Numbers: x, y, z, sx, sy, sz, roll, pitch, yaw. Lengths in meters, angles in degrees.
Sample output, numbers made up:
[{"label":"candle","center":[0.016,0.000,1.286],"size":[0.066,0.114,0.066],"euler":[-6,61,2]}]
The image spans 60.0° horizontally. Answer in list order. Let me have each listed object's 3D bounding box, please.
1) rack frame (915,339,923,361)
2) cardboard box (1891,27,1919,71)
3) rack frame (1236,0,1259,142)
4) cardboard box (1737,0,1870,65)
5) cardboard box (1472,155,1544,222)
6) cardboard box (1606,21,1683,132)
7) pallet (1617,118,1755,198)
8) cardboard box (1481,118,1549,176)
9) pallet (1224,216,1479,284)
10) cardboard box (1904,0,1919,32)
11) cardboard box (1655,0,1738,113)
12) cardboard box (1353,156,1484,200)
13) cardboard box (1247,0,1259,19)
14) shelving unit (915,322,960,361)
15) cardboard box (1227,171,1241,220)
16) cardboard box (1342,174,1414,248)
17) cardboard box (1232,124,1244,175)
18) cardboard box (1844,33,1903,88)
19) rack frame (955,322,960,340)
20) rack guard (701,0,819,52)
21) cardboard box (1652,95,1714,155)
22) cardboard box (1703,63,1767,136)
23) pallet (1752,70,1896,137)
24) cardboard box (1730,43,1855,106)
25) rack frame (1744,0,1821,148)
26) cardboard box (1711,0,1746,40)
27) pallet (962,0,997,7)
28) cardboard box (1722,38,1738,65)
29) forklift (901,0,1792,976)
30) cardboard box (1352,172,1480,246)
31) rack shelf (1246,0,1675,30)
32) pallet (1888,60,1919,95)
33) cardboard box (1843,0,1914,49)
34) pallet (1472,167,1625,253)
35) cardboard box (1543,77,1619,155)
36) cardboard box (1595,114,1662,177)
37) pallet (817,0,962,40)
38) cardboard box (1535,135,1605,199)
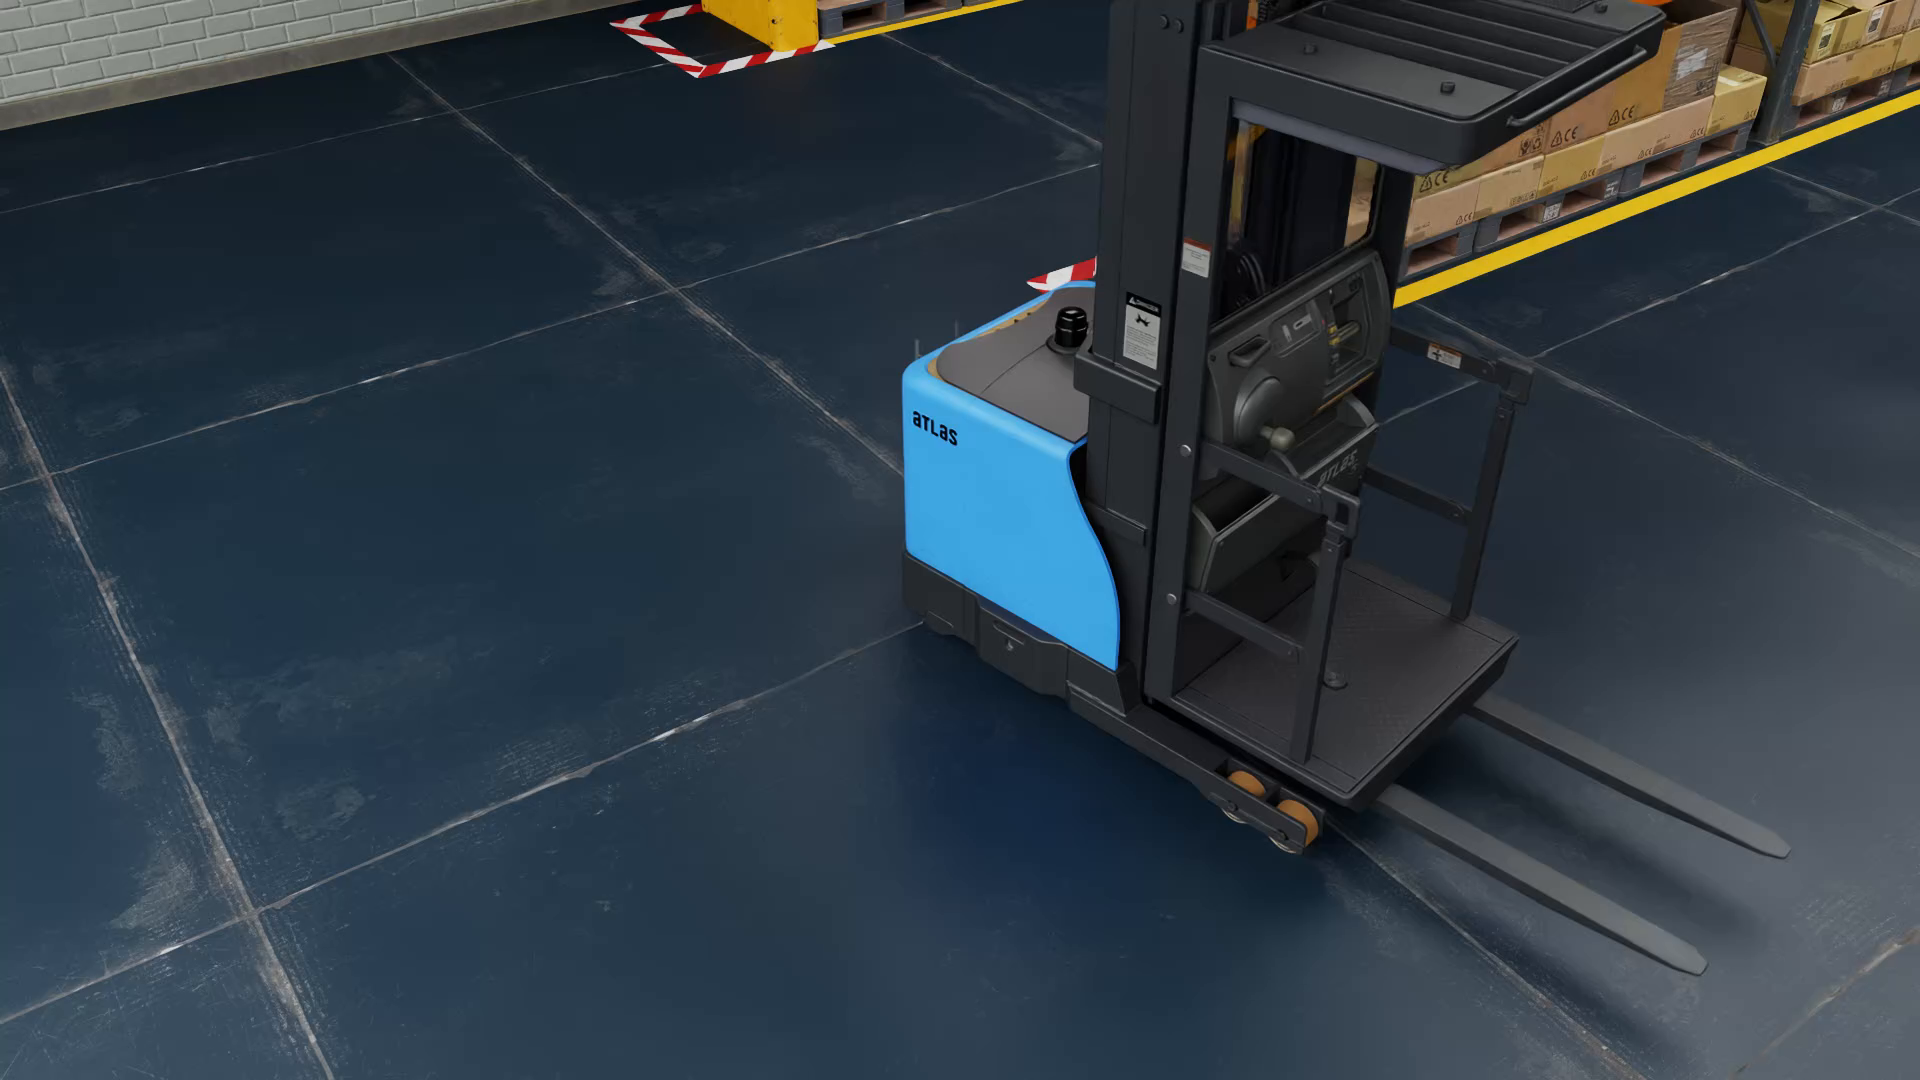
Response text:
[{"label":"rack frame","center":[-0.087,-0.339,6.450],"size":[0.006,0.900,0.240],"euler":[-28,44,-33]},{"label":"cardboard box","center":[5.945,-3.264,10.714],"size":[0.500,0.250,0.500],"euler":[-24,42,-29]},{"label":"rack frame","center":[1.362,-2.500,7.657],"size":[0.127,3.000,1.000],"euler":[-22,41,-28]},{"label":"cardboard box","center":[5.113,-3.147,10.072],"size":[0.500,0.311,0.500],"euler":[-22,41,-28]},{"label":"cardboard box","center":[2.744,-1.966,8.910],"size":[0.500,0.250,0.500],"euler":[-22,41,-28]},{"label":"cardboard box","center":[3.557,-2.611,9.164],"size":[0.500,0.500,0.500],"euler":[-22,41,-28]},{"label":"pallet","center":[3.958,-2.466,9.997],"size":[1.213,0.211,1.003],"euler":[-22,41,-28]},{"label":"cardboard box","center":[2.738,-2.276,8.698],"size":[0.500,0.500,0.500],"euler":[-22,41,-28]},{"label":"pallet","center":[1.963,-1.645,8.856],"size":[1.213,0.211,1.003],"euler":[-22,41,-28]},{"label":"cardboard box","center":[5.948,-3.488,10.545],"size":[0.500,0.311,0.500],"euler":[-24,42,-29]},{"label":"cardboard box","center":[3.963,-2.781,9.401],"size":[0.500,0.500,0.500],"euler":[-22,41,-28]},{"label":"cardboard box","center":[2.336,-2.102,8.456],"size":[0.500,0.500,0.500],"euler":[-22,41,-28]},{"label":"cardboard box","center":[1.751,-2.691,7.837],"size":[0.500,0.500,0.700],"euler":[-22,41,-28]},{"label":"shelving unit","center":[-0.012,-0.379,6.505],"size":[0.210,0.900,0.258],"euler":[-28,44,-33]},{"label":"cardboard box","center":[1.630,-1.875,8.784],"size":[0.500,0.250,0.500],"euler":[-22,41,-28]},{"label":"cardboard box","center":[1.929,-1.628,8.440],"size":[0.500,0.250,0.500],"euler":[-22,41,-28]},{"label":"cardboard box","center":[1.629,-2.181,8.566],"size":[0.500,0.500,0.500],"euler":[-22,41,-28]},{"label":"cardboard box","center":[5.523,-3.088,10.470],"size":[0.500,0.250,0.500],"euler":[-21,41,-27]},{"label":"rack frame","center":[0.064,-0.419,6.561],"size":[0.006,0.900,0.240],"euler":[-28,44,-33]},{"label":"rack guard","center":[-1.432,-3.873,11.707],"size":[0.348,0.500,1.175],"euler":[-22,41,-28]},{"label":"cardboard box","center":[3.964,-2.476,9.618],"size":[0.500,0.250,0.500],"euler":[-22,41,-28]},{"label":"cardboard box","center":[4.379,-2.639,9.846],"size":[0.500,0.250,0.500],"euler":[-22,41,-28]},{"label":"pallet","center":[5.212,-2.980,10.712],"size":[1.213,0.211,1.003],"euler":[-22,41,-28]},{"label":"cardboard box","center":[5.104,-2.917,10.232],"size":[0.500,0.250,0.500],"euler":[-23,42,-29]},{"label":"rack frame","center":[4.632,-3.845,9.527],"size":[0.127,3.000,1.000],"euler":[-22,41,-28]},{"label":"cardboard box","center":[4.798,-3.400,10.423],"size":[0.500,0.311,0.500],"euler":[-22,41,-28]},{"label":"pallet","center":[0.248,-4.420,12.715],"size":[1.213,0.211,1.003],"euler":[-22,41,-28]},{"label":"cardboard box","center":[4.804,-3.177,10.594],"size":[0.500,0.250,0.500],"euler":[-23,42,-28]},{"label":"forklift","center":[1.202,-0.532,4.980],"size":[3.031,2.935,1.130],"euler":[29,45,34]},{"label":"cardboard box","center":[2.335,-1.798,8.676],"size":[0.500,0.250,0.500],"euler":[-22,41,-28]},{"label":"rack shelf","center":[2.997,-2.880,8.802],"size":[4.000,0.370,1.077],"euler":[-22,41,-28]},{"label":"pallet","center":[6.210,-3.392,11.286],"size":[1.213,0.211,1.003],"euler":[-22,41,-28]},{"label":"cardboard box","center":[5.525,-3.313,10.302],"size":[0.500,0.311,0.500],"euler":[-23,42,-28]},{"label":"pallet","center":[2.960,-2.053,9.423],"size":[1.213,0.211,1.003],"euler":[-22,41,-28]},{"label":"cardboard box","center":[3.156,-2.436,8.921],"size":[0.500,0.500,0.500],"euler":[-22,41,-28]},{"label":"cardboard box","center":[3.564,-2.300,9.375],"size":[0.500,0.250,0.500],"euler":[-22,41,-28]},{"label":"pallet","center":[-0.748,-4.013,12.148],"size":[1.213,0.211,1.003],"euler":[-22,41,-28]},{"label":"cardboard box","center":[3.156,-2.132,9.140],"size":[0.500,0.250,0.500],"euler":[-22,41,-28]}]
